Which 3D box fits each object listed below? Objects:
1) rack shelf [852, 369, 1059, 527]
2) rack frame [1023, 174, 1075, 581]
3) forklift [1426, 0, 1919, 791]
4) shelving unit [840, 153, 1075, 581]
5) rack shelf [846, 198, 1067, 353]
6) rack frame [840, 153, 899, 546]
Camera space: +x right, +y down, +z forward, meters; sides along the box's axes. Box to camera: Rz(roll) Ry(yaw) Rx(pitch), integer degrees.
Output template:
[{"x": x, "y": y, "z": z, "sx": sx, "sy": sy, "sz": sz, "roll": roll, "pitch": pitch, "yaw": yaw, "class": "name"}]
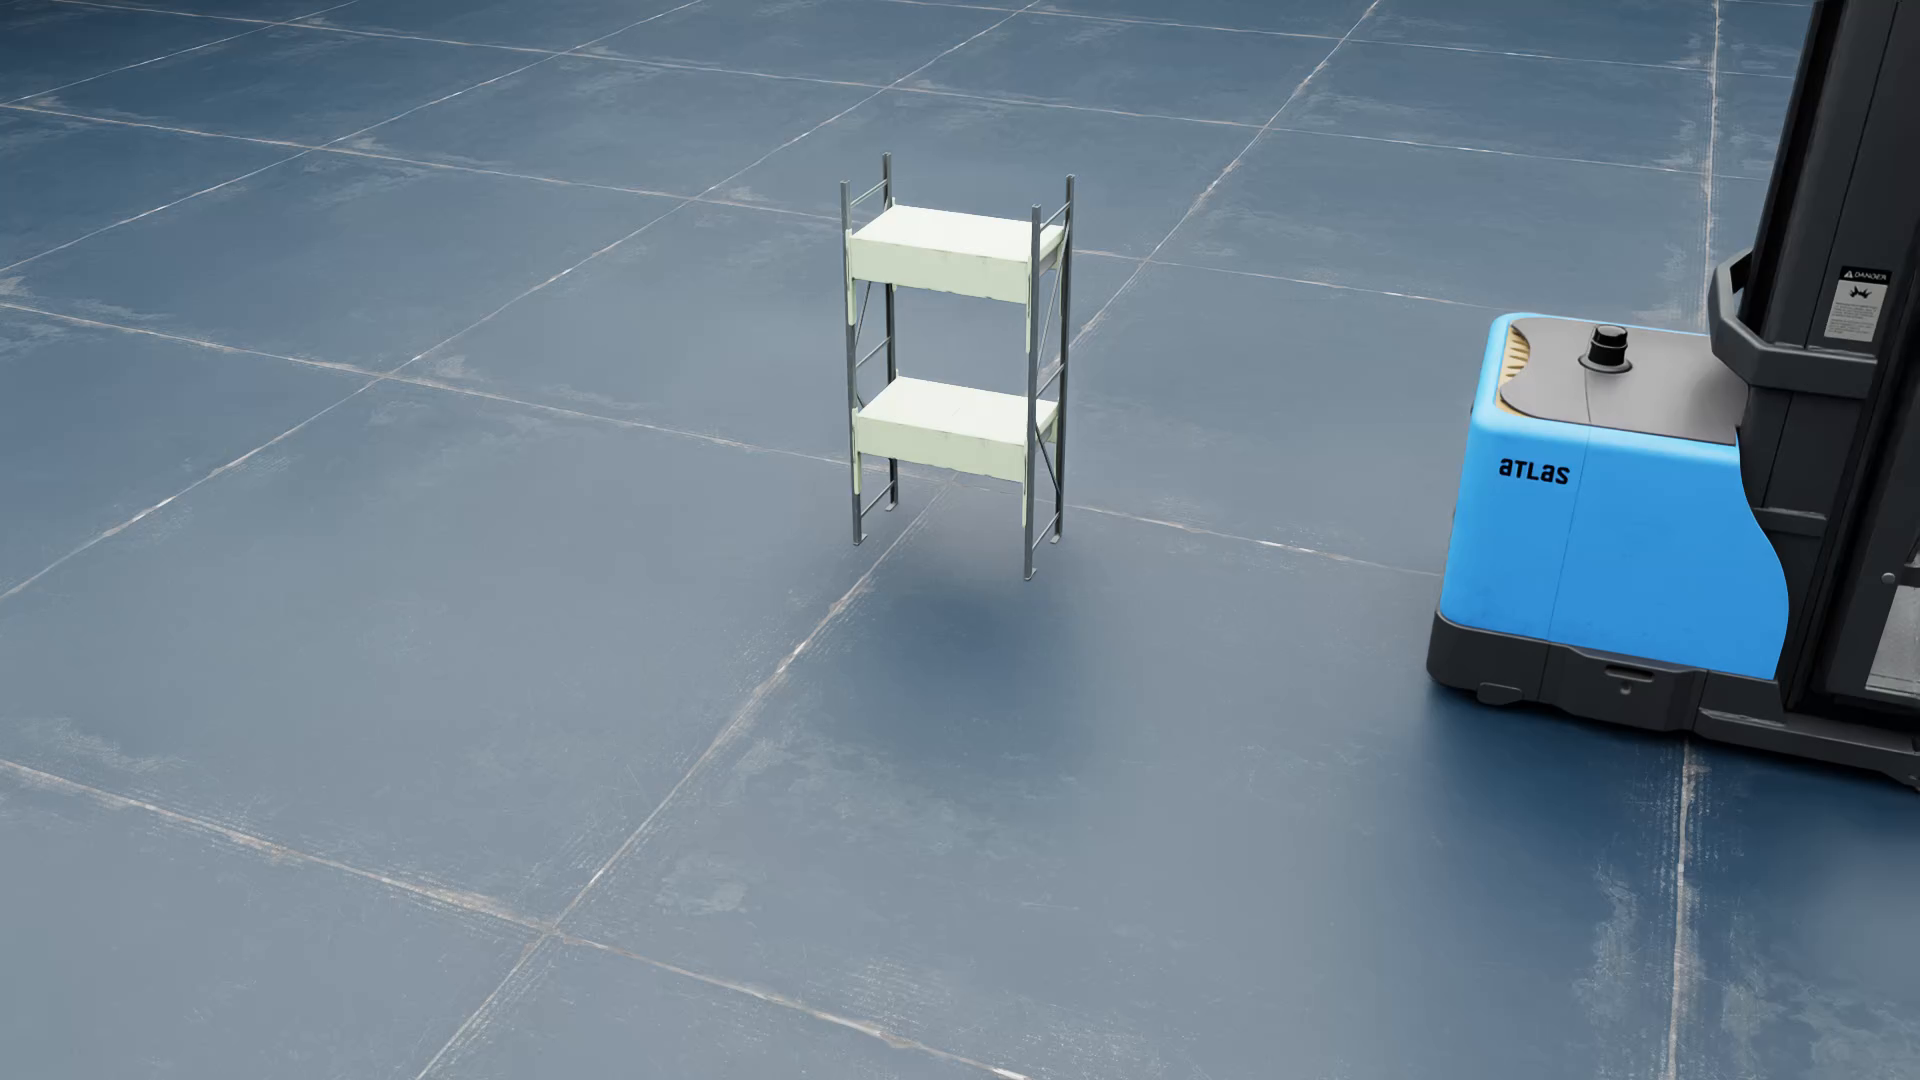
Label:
[{"x": -0.006, "y": -0.370, "z": 6.544, "sx": 0.720, "sy": 0.370, "sz": 0.431, "roll": 11, "pitch": 31, "yaw": 19, "class": "rack shelf"}, {"x": 0.333, "y": -0.586, "z": 6.263, "sx": 0.023, "sy": 1.500, "sz": 0.400, "roll": 11, "pitch": 31, "yaw": 19, "class": "rack frame"}, {"x": 3.201, "y": -0.716, "z": 5.039, "sx": 3.031, "sy": 2.935, "sz": 1.130, "roll": 10, "pitch": 31, "yaw": 17, "class": "forklift"}, {"x": -0.006, "y": -0.654, "z": 6.383, "sx": 0.755, "sy": 1.500, "sz": 0.431, "roll": 11, "pitch": 31, "yaw": 19, "class": "shelving unit"}, {"x": -0.006, "y": -0.994, "z": 6.191, "sx": 0.720, "sy": 0.370, "sz": 0.431, "roll": 11, "pitch": 31, "yaw": 19, "class": "rack shelf"}, {"x": -0.345, "y": -0.722, "z": 6.503, "sx": 0.023, "sy": 1.500, "sz": 0.400, "roll": 11, "pitch": 31, "yaw": 19, "class": "rack frame"}]
